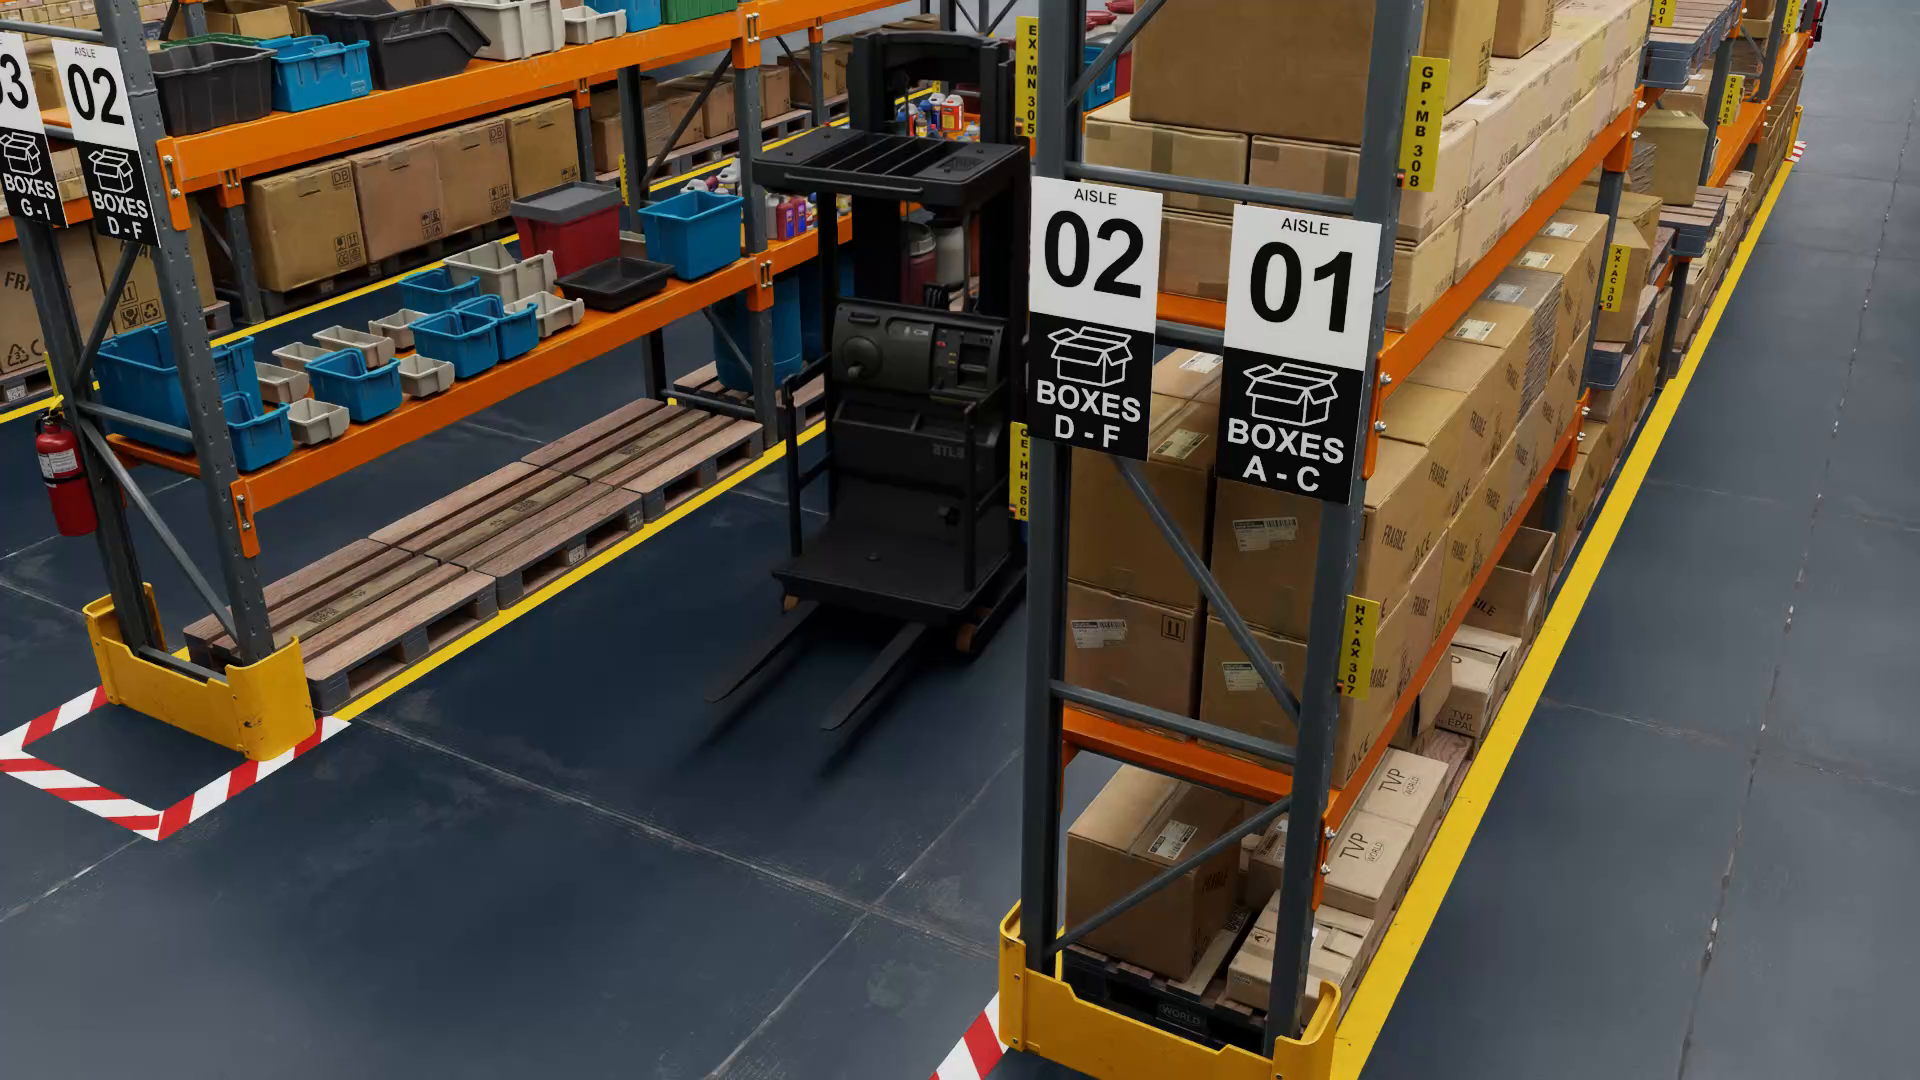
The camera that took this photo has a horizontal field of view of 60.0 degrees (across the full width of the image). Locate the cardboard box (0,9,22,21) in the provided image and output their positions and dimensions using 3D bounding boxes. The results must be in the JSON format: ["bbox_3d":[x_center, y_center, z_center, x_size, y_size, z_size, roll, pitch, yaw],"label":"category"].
[{"bbox_3d":[-9.145,-4.962,15.791,0.380,0.149,0.250,16,31,28],"label":"cardboard box"}]

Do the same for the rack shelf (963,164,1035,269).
[{"bbox_3d":[0.306,-1.924,9.714,0.431,0.518,0.480,11,29,20],"label":"rack shelf"}]

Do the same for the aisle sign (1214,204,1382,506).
[{"bbox_3d":[0.896,-0.490,4.474,0.394,0.787,0.004,14,30,26],"label":"aisle sign"}]

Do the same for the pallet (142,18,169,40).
[{"bbox_3d":[-8.540,-5.464,17.529,1.213,0.211,1.003,14,30,26],"label":"pallet"}]

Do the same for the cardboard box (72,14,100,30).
[{"bbox_3d":[-8.760,-5.134,16.468,0.380,0.149,0.250,15,30,28],"label":"cardboard box"}]

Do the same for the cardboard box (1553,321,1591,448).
[{"bbox_3d":[2.619,-0.771,7.828,0.500,0.500,0.500,15,30,27],"label":"cardboard box"}]

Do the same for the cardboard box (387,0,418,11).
[{"bbox_3d":[-5.035,-4.415,13.987,0.797,0.503,0.637,15,30,28],"label":"cardboard box"}]

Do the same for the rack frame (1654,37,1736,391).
[{"bbox_3d":[4.609,-2.537,11.467,1.000,3.000,0.127,14,30,26],"label":"rack frame"}]

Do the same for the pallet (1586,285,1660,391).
[{"bbox_3d":[3.129,-1.179,8.969,1.003,0.211,1.213,14,30,26],"label":"pallet"}]

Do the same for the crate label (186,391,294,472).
[{"bbox_3d":[-3.229,-0.487,7.492,0.416,0.233,0.303,14,30,26],"label":"crate label"}]

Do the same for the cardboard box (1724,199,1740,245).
[{"bbox_3d":[6.129,-2.686,13.740,0.500,0.311,0.500,14,30,26],"label":"cardboard box"}]

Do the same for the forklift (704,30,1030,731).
[{"bbox_3d":[-0.304,-0.932,8.338,1.130,2.935,3.031,11,29,20],"label":"forklift"}]

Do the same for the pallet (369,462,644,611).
[{"bbox_3d":[-2.597,-0.051,9.615,1.003,0.211,1.213,14,30,26],"label":"pallet"}]

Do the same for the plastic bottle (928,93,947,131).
[{"bbox_3d":[-0.196,-3.476,13.482,0.152,0.276,0.135,14,30,26],"label":"plastic bottle"}]

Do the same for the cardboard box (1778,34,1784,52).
[{"bbox_3d":[7.800,-5.122,16.520,0.700,0.500,0.500,14,30,26],"label":"cardboard box"}]

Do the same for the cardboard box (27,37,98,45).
[{"bbox_3d":[-6.440,-3.432,12.252,0.500,0.500,0.500,14,30,26],"label":"cardboard box"}]

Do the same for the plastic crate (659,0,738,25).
[{"bbox_3d":[-1.615,-3.085,9.447,0.450,0.188,0.662,14,30,26],"label":"plastic crate"}]

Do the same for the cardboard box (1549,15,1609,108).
[{"bbox_3d":[2.142,-1.838,6.329,0.500,0.250,0.500,14,30,26],"label":"cardboard box"}]

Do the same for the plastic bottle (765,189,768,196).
[{"bbox_3d":[-1.377,-2.447,11.341,0.144,0.351,0.185,14,30,26],"label":"plastic bottle"}]

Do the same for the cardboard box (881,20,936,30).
[{"bbox_3d":[-0.664,-6.427,21.562,0.500,0.500,0.500,24,35,39],"label":"cardboard box"}]

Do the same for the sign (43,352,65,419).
[{"bbox_3d":[-4.124,-0.699,7.613,0.100,0.325,0.005,14,30,26],"label":"sign"}]

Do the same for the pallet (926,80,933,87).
[{"bbox_3d":[-0.546,-6.252,22.004,1.003,0.211,1.213,14,30,26],"label":"pallet"}]

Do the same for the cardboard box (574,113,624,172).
[{"bbox_3d":[-3.702,-4.064,16.819,0.700,0.500,0.500,13,29,23],"label":"cardboard box"}]

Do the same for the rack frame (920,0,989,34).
[{"bbox_3d":[-0.078,-7.837,22.056,1.000,3.000,0.127,14,30,26],"label":"rack frame"}]

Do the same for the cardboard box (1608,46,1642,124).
[{"bbox_3d":[2.634,-2.004,7.219,0.500,0.250,0.500,14,30,26],"label":"cardboard box"}]

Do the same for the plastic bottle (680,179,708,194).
[{"bbox_3d":[-1.757,-2.239,11.011,0.152,0.276,0.135,14,30,26],"label":"plastic bottle"}]

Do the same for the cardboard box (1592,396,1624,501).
[{"bbox_3d":[3.597,-0.595,9.889,0.500,0.500,0.500,15,30,27],"label":"cardboard box"}]

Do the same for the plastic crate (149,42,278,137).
[{"bbox_3d":[-3.205,-1.883,6.955,0.497,0.269,0.590,14,30,26],"label":"plastic crate"}]

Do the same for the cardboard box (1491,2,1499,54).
[{"bbox_3d":[1.384,-1.851,5.516,0.700,0.500,0.500,14,30,26],"label":"cardboard box"}]

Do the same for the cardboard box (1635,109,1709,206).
[{"bbox_3d":[4.397,-2.499,10.810,0.700,0.500,0.500,5,27,9],"label":"cardboard box"}]

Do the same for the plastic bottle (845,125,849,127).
[{"bbox_3d":[-0.845,-2.985,12.505,0.097,0.271,0.097,0,27,0],"label":"plastic bottle"}]

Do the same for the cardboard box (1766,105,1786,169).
[{"bbox_3d":[7.569,-3.891,15.936,0.500,0.500,0.500,14,30,26],"label":"cardboard box"}]

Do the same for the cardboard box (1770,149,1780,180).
[{"bbox_3d":[7.811,-3.751,16.496,0.500,0.250,0.500,14,30,26],"label":"cardboard box"}]

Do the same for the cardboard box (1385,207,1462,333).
[{"bbox_3d":[1.148,-0.837,4.889,0.500,0.250,0.500,14,30,26],"label":"cardboard box"}]

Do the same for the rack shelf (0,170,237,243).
[{"bbox_3d":[-6.965,-2.060,11.317,1.077,0.370,4.000,14,30,26],"label":"rack shelf"}]

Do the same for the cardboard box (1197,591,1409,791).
[{"bbox_3d":[1.121,0.421,5.445,0.500,0.500,0.500,15,30,27],"label":"cardboard box"}]

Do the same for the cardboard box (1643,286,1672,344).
[{"bbox_3d":[4.329,-1.512,10.883,0.500,0.250,0.500,15,30,28],"label":"cardboard box"}]

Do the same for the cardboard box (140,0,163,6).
[{"bbox_3d":[-8.386,-5.559,16.984,0.380,0.149,0.250,15,30,27],"label":"cardboard box"}]

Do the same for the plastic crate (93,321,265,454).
[{"bbox_3d":[-3.635,-0.725,7.742,0.616,0.435,0.499,14,30,26],"label":"plastic crate"}]

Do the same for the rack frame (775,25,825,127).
[{"bbox_3d":[-2.046,-6.278,18.941,1.000,3.000,0.127,14,30,26],"label":"rack frame"}]

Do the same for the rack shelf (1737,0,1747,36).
[{"bbox_3d":[5.593,-4.336,12.513,1.077,0.370,4.000,14,30,26],"label":"rack shelf"}]

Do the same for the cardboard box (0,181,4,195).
[{"bbox_3d":[-6.726,-2.399,11.027,0.500,0.250,0.500,14,30,25],"label":"cardboard box"}]

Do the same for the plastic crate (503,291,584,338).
[{"bbox_3d":[-2.264,-1.234,9.092,0.293,0.136,0.466,14,30,26],"label":"plastic crate"}]

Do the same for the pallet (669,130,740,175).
[{"bbox_3d":[-3.027,-4.251,18.005,1.003,0.211,1.213,14,30,26],"label":"pallet"}]

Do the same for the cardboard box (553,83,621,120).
[{"bbox_3d":[-3.710,-4.402,16.655,0.500,0.250,0.500,16,31,28],"label":"cardboard box"}]

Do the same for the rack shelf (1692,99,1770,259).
[{"bbox_3d":[5.593,-2.994,13.185,1.077,0.370,4.000,14,30,26],"label":"rack shelf"}]

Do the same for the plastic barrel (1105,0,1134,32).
[{"bbox_3d":[1.605,-4.924,16.084,0.433,0.535,0.433,0,27,0],"label":"plastic barrel"}]

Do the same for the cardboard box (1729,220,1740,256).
[{"bbox_3d":[6.375,-2.632,14.259,0.500,0.250,0.500,14,30,25],"label":"cardboard box"}]

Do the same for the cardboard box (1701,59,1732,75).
[{"bbox_3d":[5.926,-3.639,13.557,0.500,0.500,0.500,17,31,30],"label":"cardboard box"}]

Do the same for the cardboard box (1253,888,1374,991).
[{"bbox_3d":[1.302,1.466,6.143,0.380,0.166,0.250,14,30,26],"label":"cardboard box"}]

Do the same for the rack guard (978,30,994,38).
[{"bbox_3d":[-0.116,-6.690,22.556,1.175,0.500,0.348,14,30,26],"label":"rack guard"}]

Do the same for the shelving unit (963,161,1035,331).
[{"bbox_3d":[0.306,-1.310,10.022,0.431,2.100,0.503,11,29,20],"label":"shelving unit"}]

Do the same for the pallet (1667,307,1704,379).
[{"bbox_3d":[5.048,-1.602,12.714,1.003,0.211,1.213,14,30,26],"label":"pallet"}]

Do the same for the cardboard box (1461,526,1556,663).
[{"bbox_3d":[2.608,0.228,8.245,0.500,0.500,0.500,14,30,26],"label":"cardboard box"}]

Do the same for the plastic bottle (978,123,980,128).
[{"bbox_3d":[0.189,-3.113,12.762,0.097,0.271,0.097,0,27,0],"label":"plastic bottle"}]

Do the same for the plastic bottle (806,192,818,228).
[{"bbox_3d":[-0.963,-2.200,10.938,0.097,0.271,0.097,0,27,0],"label":"plastic bottle"}]

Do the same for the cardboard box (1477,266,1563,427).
[{"bbox_3d":[2.120,-0.819,6.806,0.500,0.500,0.500,14,30,27],"label":"cardboard box"}]

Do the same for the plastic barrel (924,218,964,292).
[{"bbox_3d":[-0.127,-2.270,13.244,0.421,0.512,0.421,0,27,0],"label":"plastic barrel"}]
